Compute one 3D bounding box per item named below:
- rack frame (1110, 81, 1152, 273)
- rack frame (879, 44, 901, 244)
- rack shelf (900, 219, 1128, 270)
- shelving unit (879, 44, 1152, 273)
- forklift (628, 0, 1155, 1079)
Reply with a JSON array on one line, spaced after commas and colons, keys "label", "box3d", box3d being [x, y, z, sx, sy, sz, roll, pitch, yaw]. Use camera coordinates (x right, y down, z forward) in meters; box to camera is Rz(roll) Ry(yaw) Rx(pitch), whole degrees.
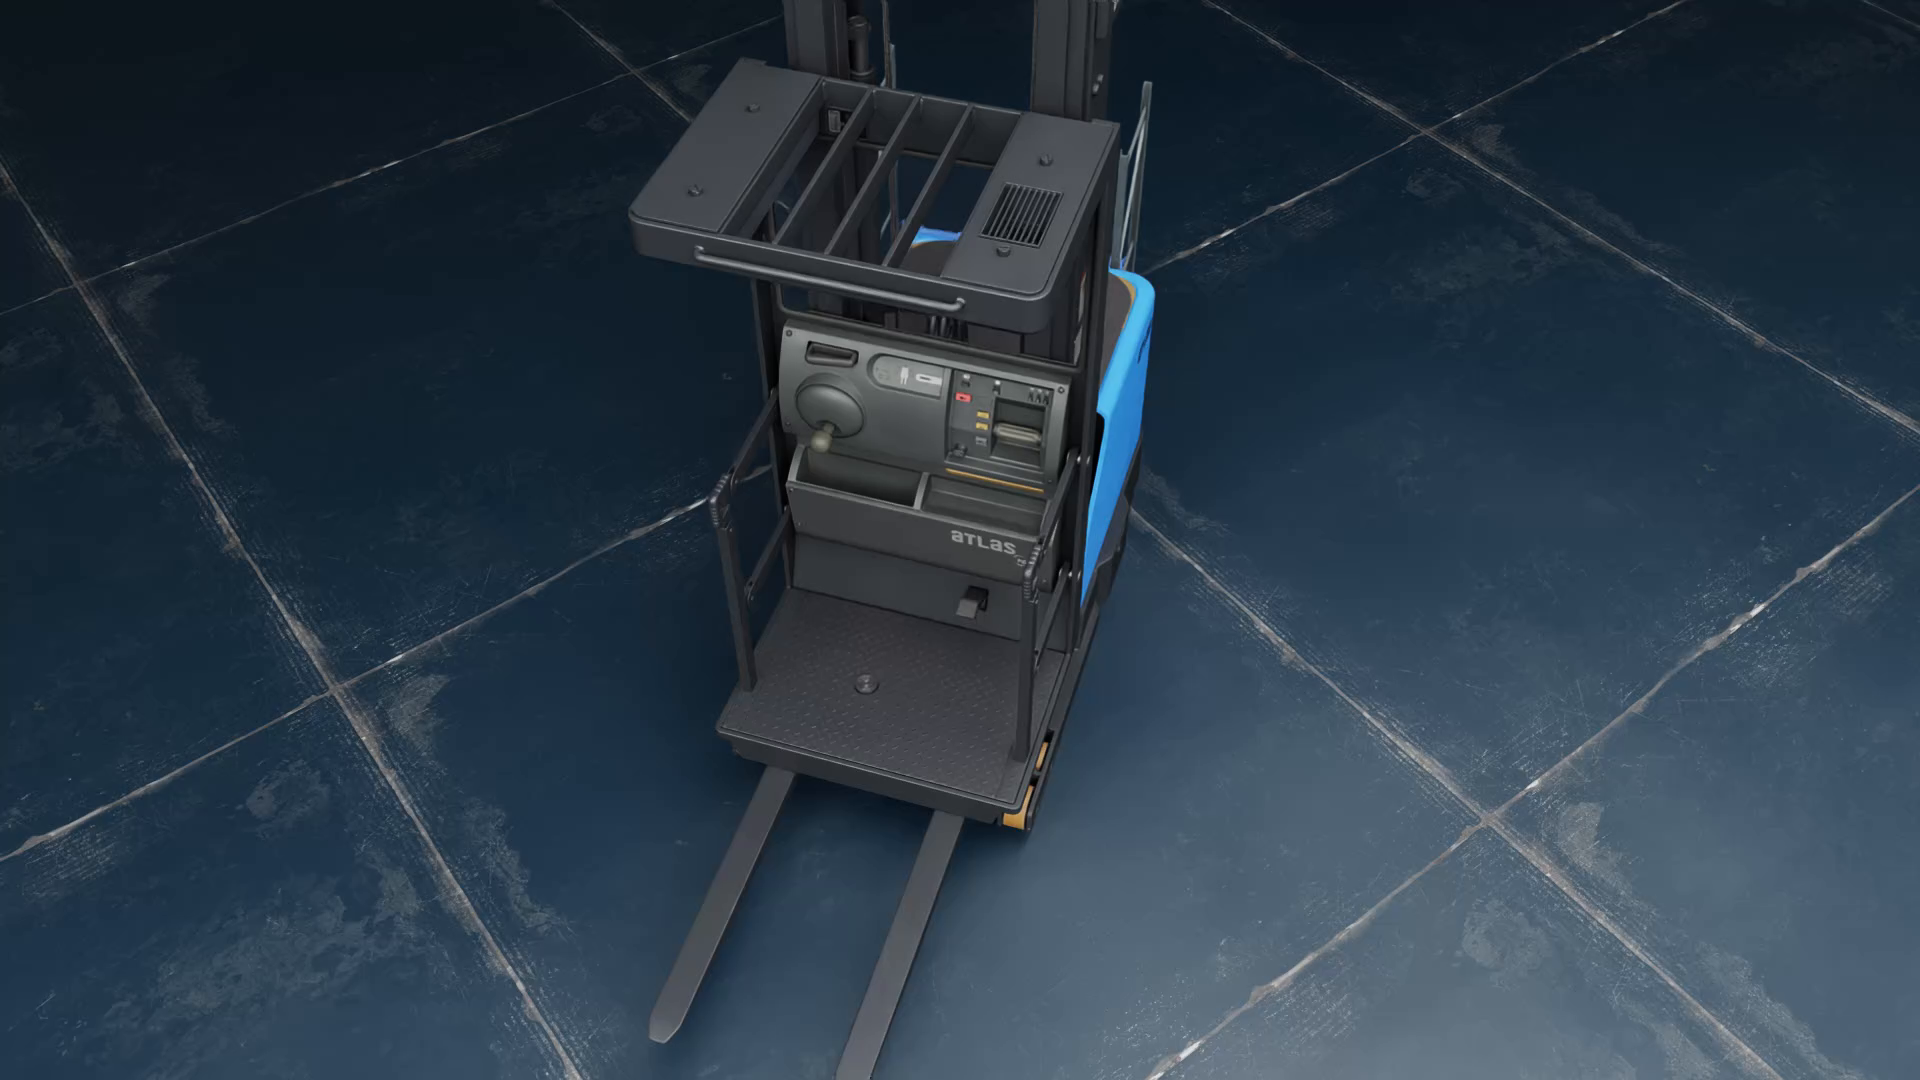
[{"label": "rack frame", "box3d": [0.651, -1.054, 6.692, 0.032, 1.500, 0.500, 11, 49, 10]}, {"label": "rack frame", "box3d": [-0.332, -1.248, 6.867, 0.032, 1.500, 0.500, 11, 49, 10]}, {"label": "rack shelf", "box3d": [0.159, -1.030, 6.913, 1.000, 0.185, 0.538, 11, 49, 10]}, {"label": "shelving unit", "box3d": [0.159, -1.151, 6.780, 1.048, 1.500, 0.538, 11, 49, 10]}, {"label": "forklift", "box3d": [-0.183, -0.312, 5.054, 1.130, 2.935, 3.031, 13, 49, 12]}]
